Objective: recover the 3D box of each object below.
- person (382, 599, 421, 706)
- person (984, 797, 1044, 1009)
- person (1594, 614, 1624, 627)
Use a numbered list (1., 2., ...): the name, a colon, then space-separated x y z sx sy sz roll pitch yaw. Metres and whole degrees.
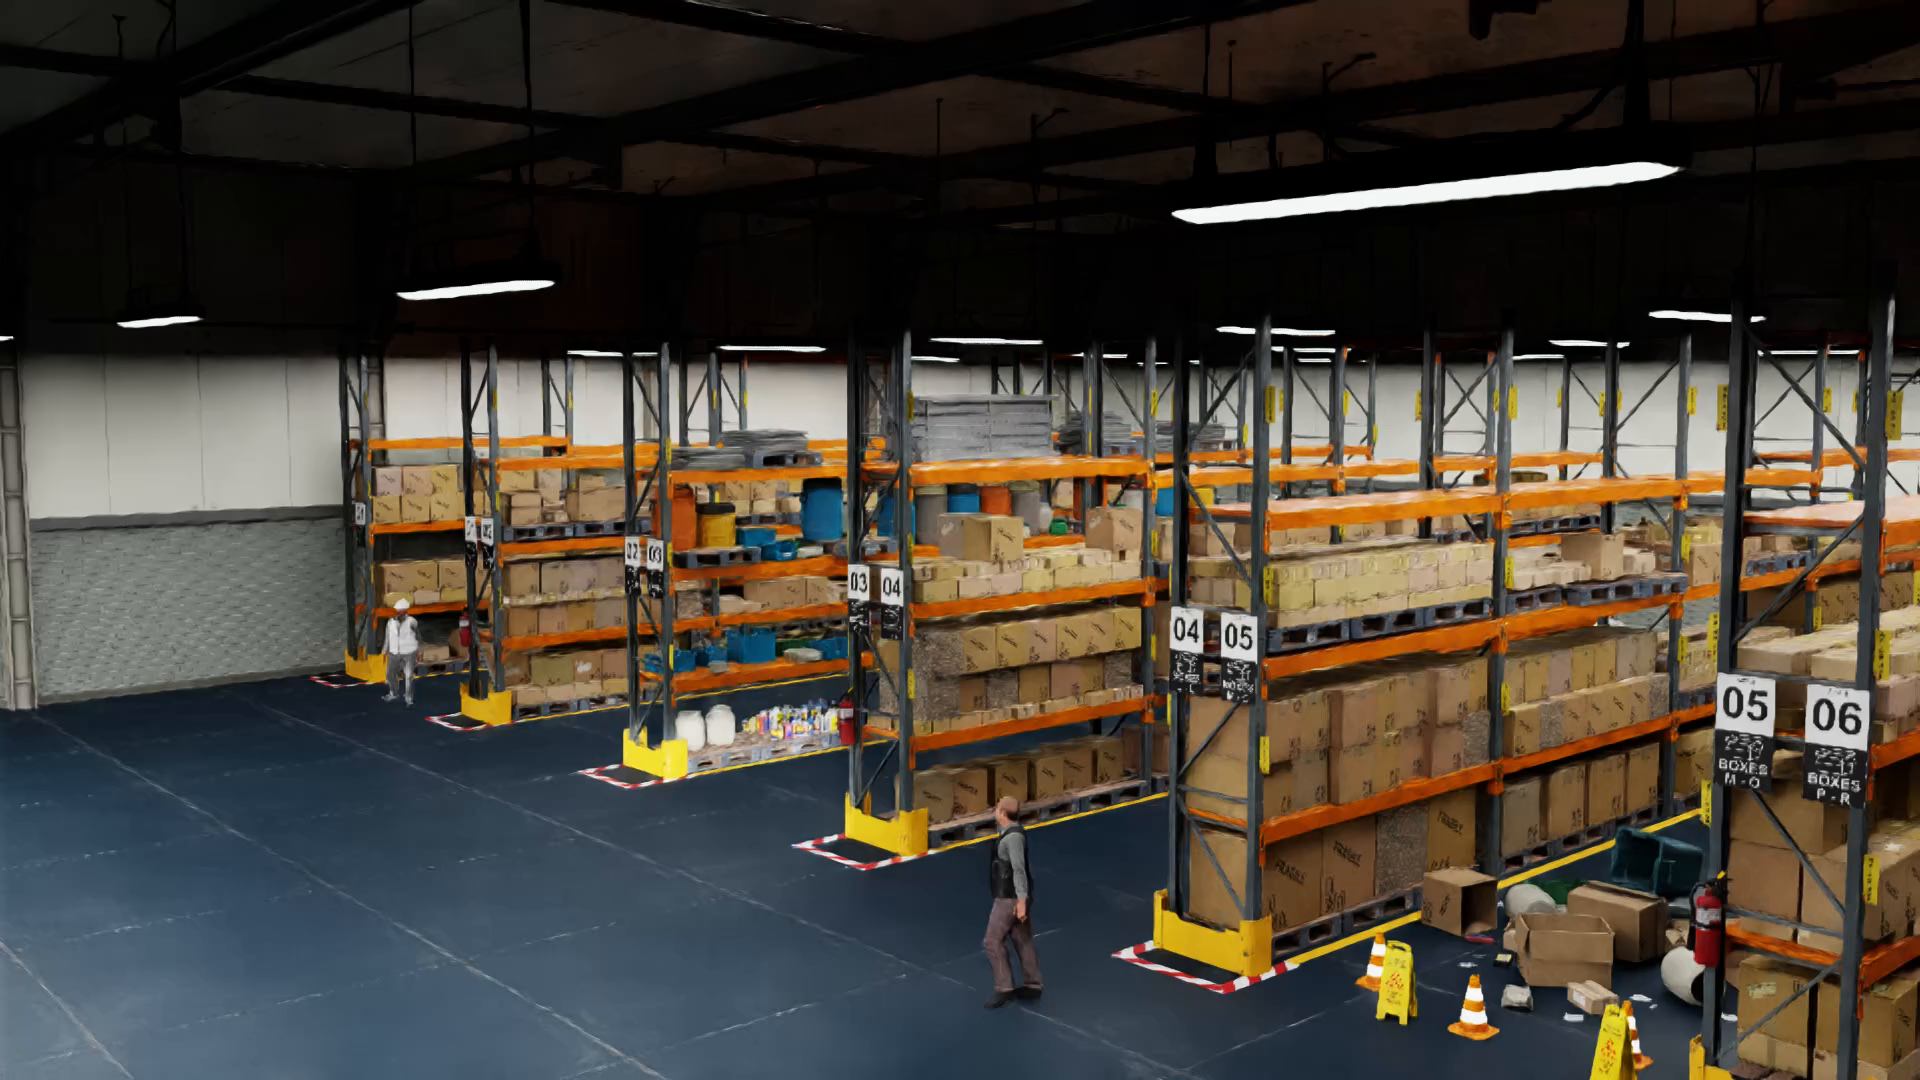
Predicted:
1. person: -9.267 1.834 27.425 0.728 1.765 0.512 0 5 5
2. person: 0.476 3.050 14.116 0.501 1.732 0.638 1 5 12
3. person: 10.385 1.896 26.676 0.633 1.736 0.586 -1 5 -12
